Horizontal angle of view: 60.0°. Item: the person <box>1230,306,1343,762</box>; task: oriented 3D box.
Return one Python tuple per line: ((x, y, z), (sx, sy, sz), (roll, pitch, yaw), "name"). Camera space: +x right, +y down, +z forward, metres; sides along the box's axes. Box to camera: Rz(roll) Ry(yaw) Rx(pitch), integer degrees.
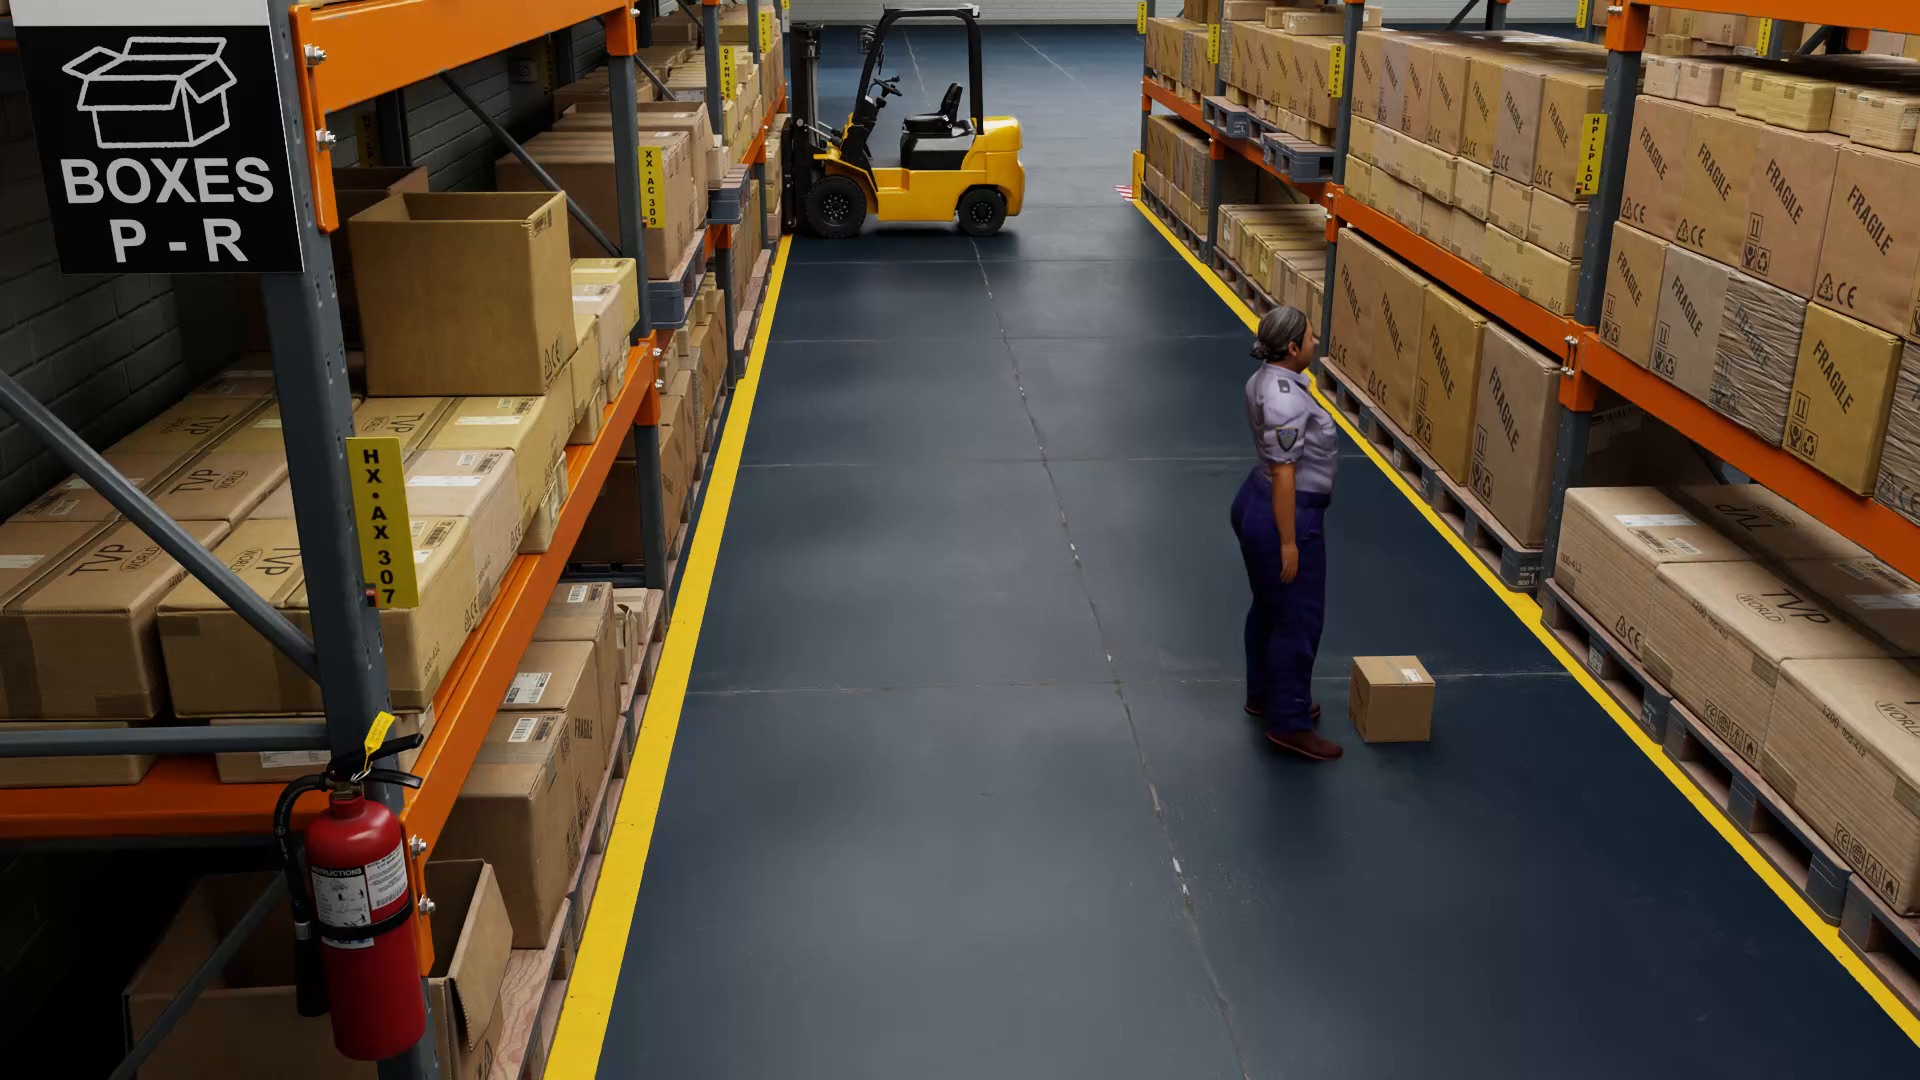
((1.228, -0.035, 6.174), (0.417, 1.689, 0.526), (-1, 21, -3), "person")
